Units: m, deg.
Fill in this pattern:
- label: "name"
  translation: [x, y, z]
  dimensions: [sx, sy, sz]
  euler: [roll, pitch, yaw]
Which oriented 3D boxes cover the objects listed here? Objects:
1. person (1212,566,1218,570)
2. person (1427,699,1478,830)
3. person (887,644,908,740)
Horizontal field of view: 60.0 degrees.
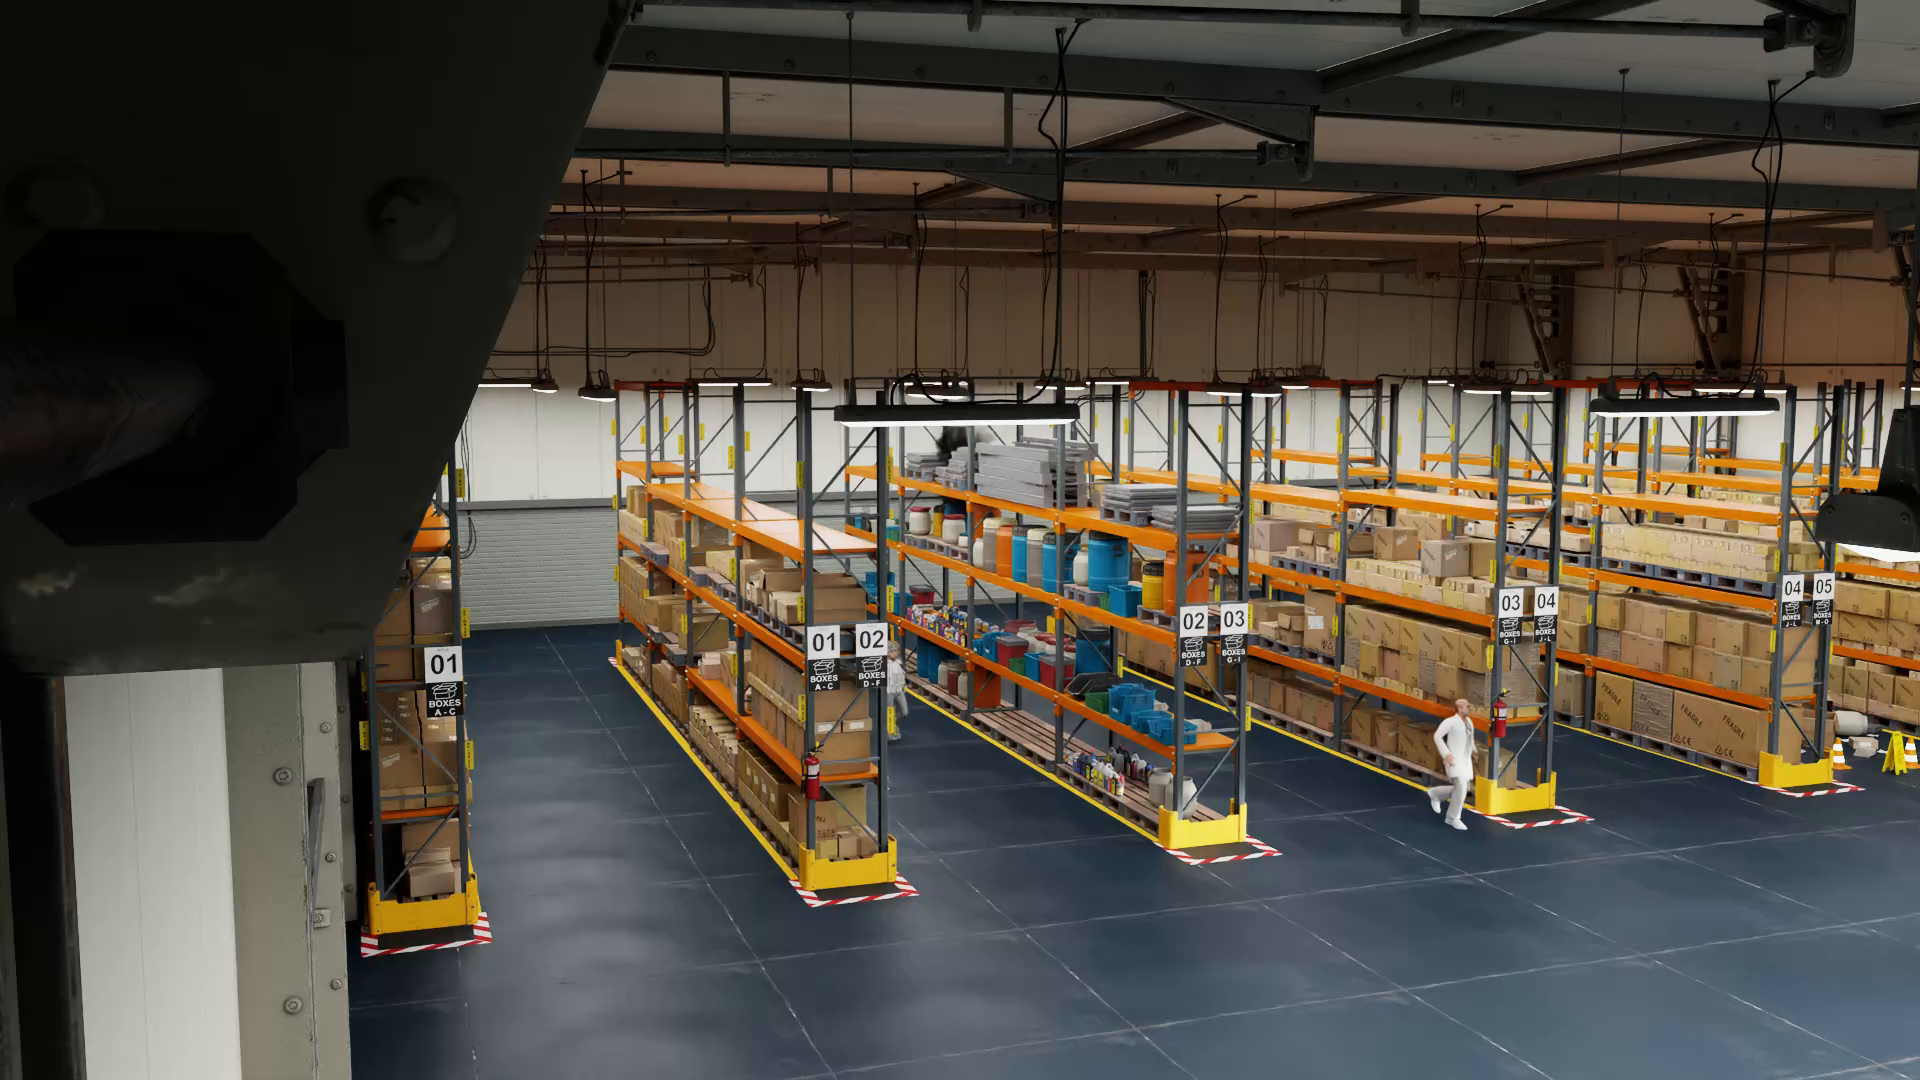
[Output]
- label: "person"
  translation: [5.858, 1.415, 38.761]
  dimensions: [0.742, 1.643, 0.601]
  euler: [0, 6, 3]
- label: "person"
  translation: [6.870, 3.067, 22.995]
  dimensions: [0.758, 1.745, 0.693]
  euler: [-5, 8, -37]
- label: "person"
  translation: [-1.078, 2.553, 27.832]
  dimensions: [0.591, 1.656, 0.598]
  euler: [-3, 7, -29]
